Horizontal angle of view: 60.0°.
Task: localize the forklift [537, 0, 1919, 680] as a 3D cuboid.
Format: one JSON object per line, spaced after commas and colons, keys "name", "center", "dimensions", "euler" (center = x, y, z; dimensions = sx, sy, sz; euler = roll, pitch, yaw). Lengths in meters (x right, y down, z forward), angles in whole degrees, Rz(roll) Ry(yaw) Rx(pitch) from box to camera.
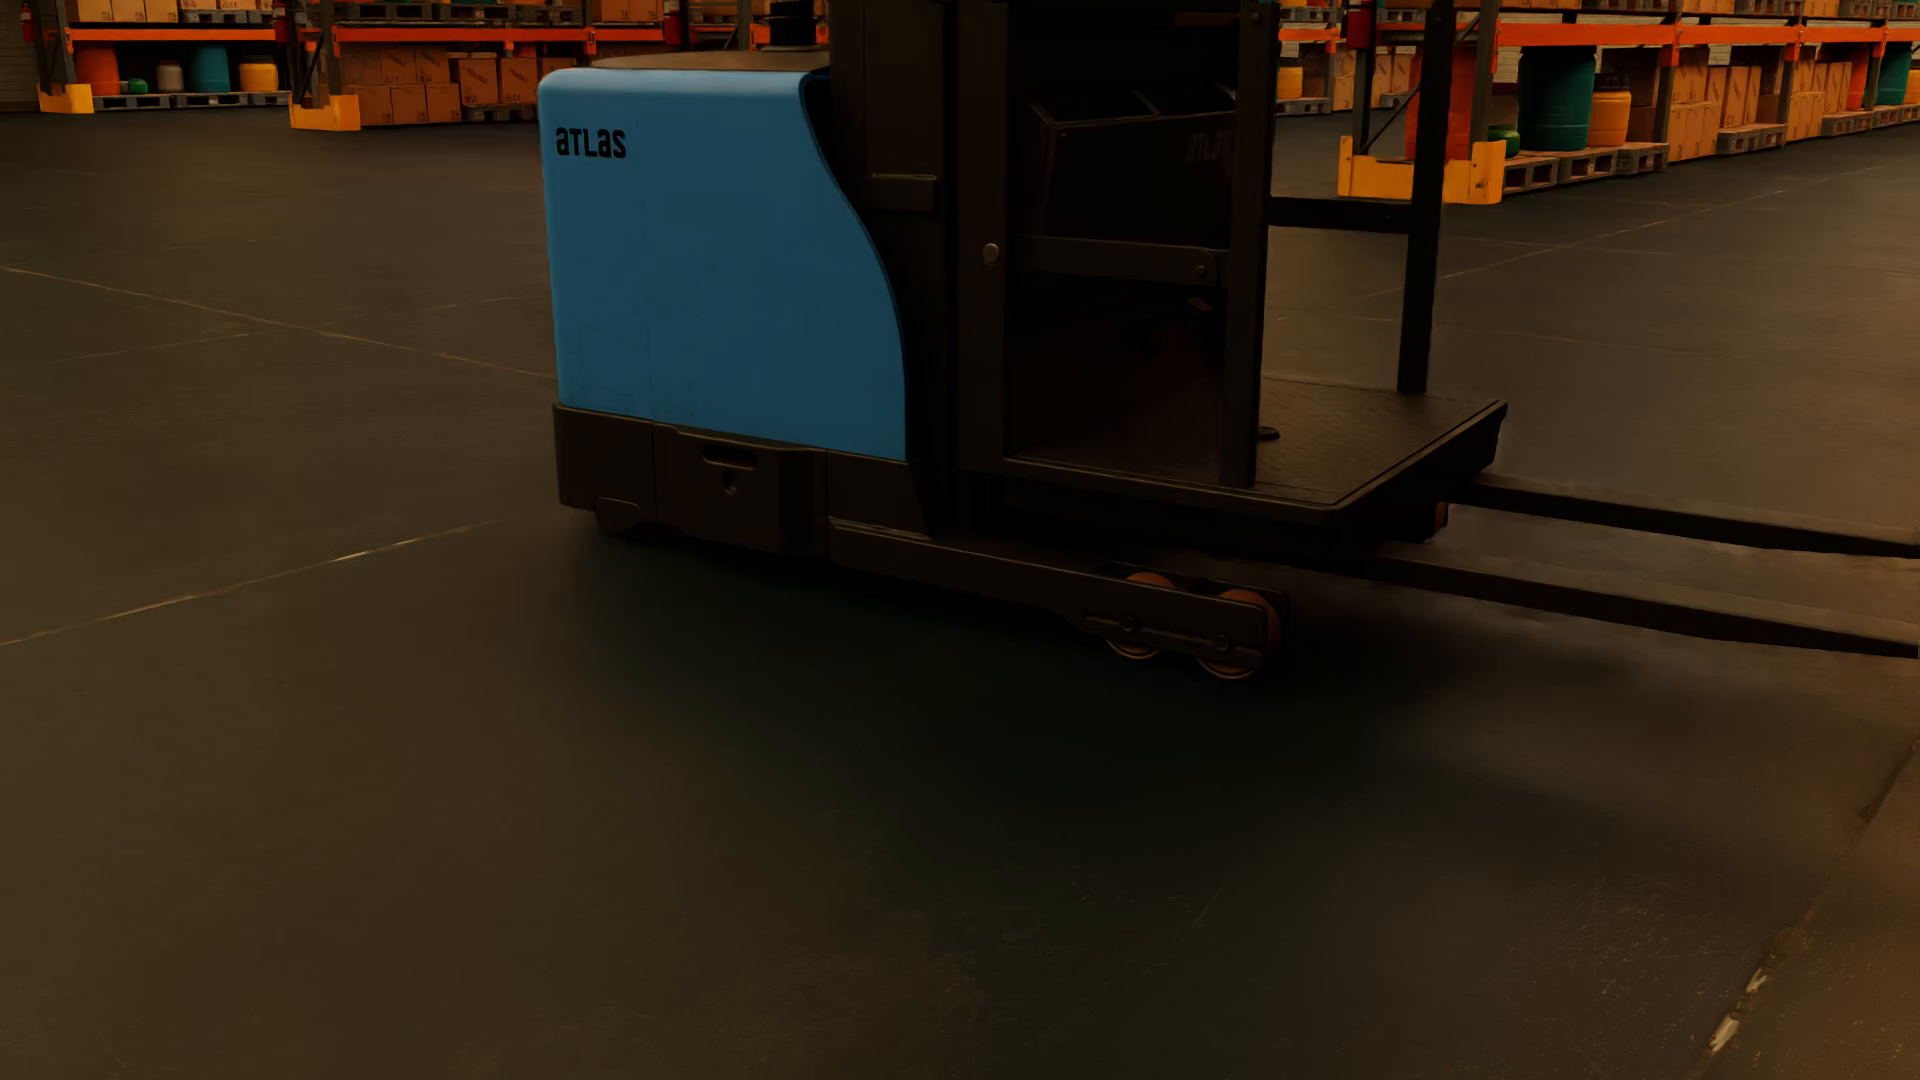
{"name": "forklift", "center": [0.546, -1.318, 3.239], "dimensions": [3.031, 2.935, 1.130], "euler": [11, 20, 31]}
